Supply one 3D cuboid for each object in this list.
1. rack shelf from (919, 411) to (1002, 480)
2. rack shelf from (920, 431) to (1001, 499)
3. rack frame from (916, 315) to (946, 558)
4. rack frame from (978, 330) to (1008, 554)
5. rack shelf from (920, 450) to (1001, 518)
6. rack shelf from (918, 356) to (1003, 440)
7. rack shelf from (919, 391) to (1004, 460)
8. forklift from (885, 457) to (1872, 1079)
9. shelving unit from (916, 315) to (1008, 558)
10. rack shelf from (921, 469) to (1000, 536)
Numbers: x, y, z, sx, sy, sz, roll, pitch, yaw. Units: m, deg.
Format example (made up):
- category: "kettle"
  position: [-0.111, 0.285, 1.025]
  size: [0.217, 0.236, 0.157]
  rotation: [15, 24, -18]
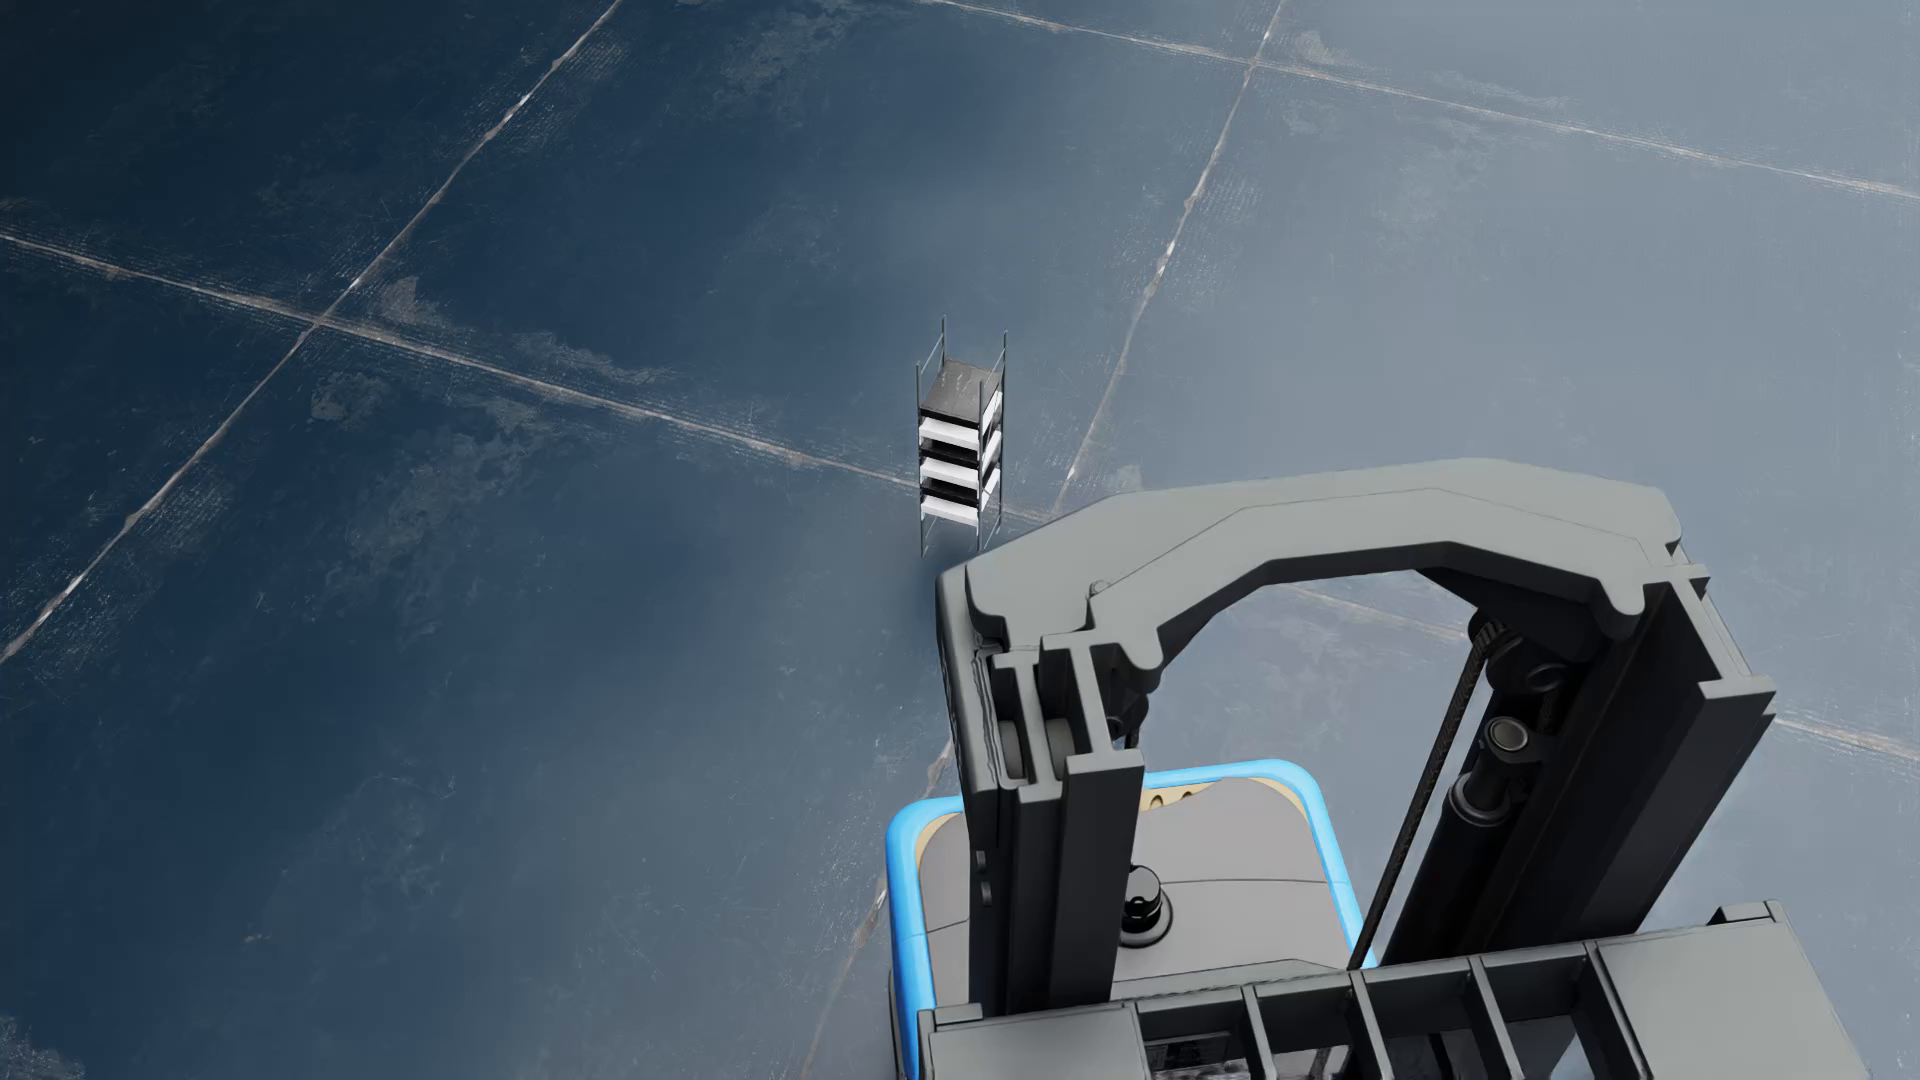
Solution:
- category: "rack shelf"
  position: [0.008, -0.330, 5.365]
  size: [0.200, 0.077, 0.258]
  rotation: [16, 51, 13]
- category: "rack shelf"
  position: [0.008, -0.271, 5.433]
  size: [0.200, 0.077, 0.258]
  rotation: [16, 51, 13]
- category: "rack frame"
  position: [-0.088, -0.319, 5.431]
  size: [0.006, 0.900, 0.240]
  rotation: [16, 51, 13]
- category: "rack frame"
  position: [0.103, -0.266, 5.385]
  size: [0.006, 0.900, 0.240]
  rotation: [16, 51, 13]
- category: "rack shelf"
  position: [0.008, -0.212, 5.501]
  size: [0.200, 0.077, 0.258]
  rotation: [16, 51, 13]
- category: "rack shelf"
  position: [0.008, -0.448, 5.229]
  size: [0.200, 0.077, 0.258]
  rotation: [16, 51, 13]
- category: "rack shelf"
  position: [0.008, -0.389, 5.297]
  size: [0.200, 0.077, 0.258]
  rotation: [16, 51, 13]
- category: "forklift"
  position: [0.526, 1.404, 2.594]
  size: [1.130, 2.935, 3.031]
  rotation: [-6, 49, -5]
- category: "shelving unit"
  position: [0.008, -0.293, 5.408]
  size: [0.210, 0.900, 0.258]
  rotation: [16, 51, 13]
- category: "rack shelf"
  position: [0.008, -0.153, 5.569]
  size: [0.200, 0.077, 0.258]
  rotation: [16, 51, 13]
